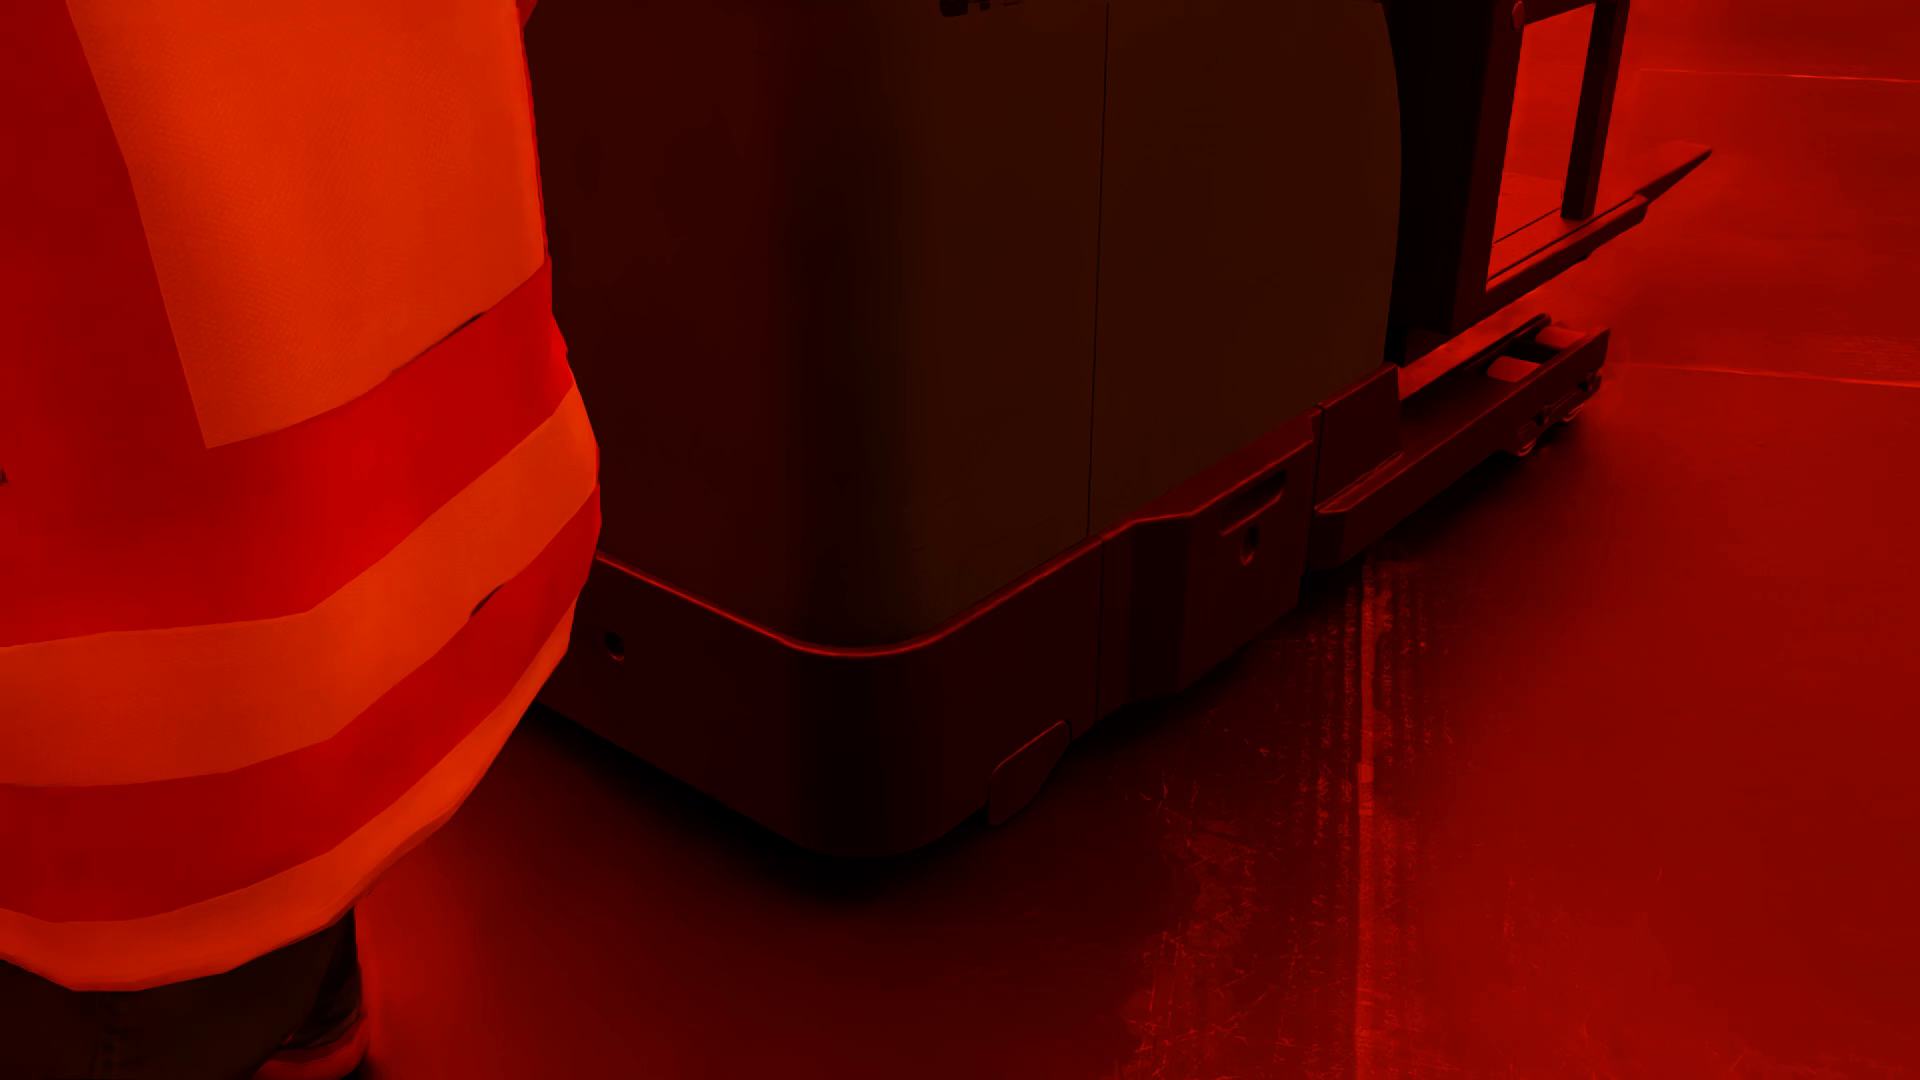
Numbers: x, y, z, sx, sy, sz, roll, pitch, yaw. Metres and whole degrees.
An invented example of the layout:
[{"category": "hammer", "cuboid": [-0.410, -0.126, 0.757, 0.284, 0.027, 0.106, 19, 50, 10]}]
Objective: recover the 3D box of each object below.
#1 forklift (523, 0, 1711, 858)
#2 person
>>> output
[{"category": "forklift", "cuboid": [0.477, -1.575, 2.368, 1.130, 2.935, 3.031, 21, 33, 35]}, {"category": "person", "cuboid": [-0.486, 0.012, 0.736, 0.995, 1.608, 1.042, 8, 28, 15]}]
